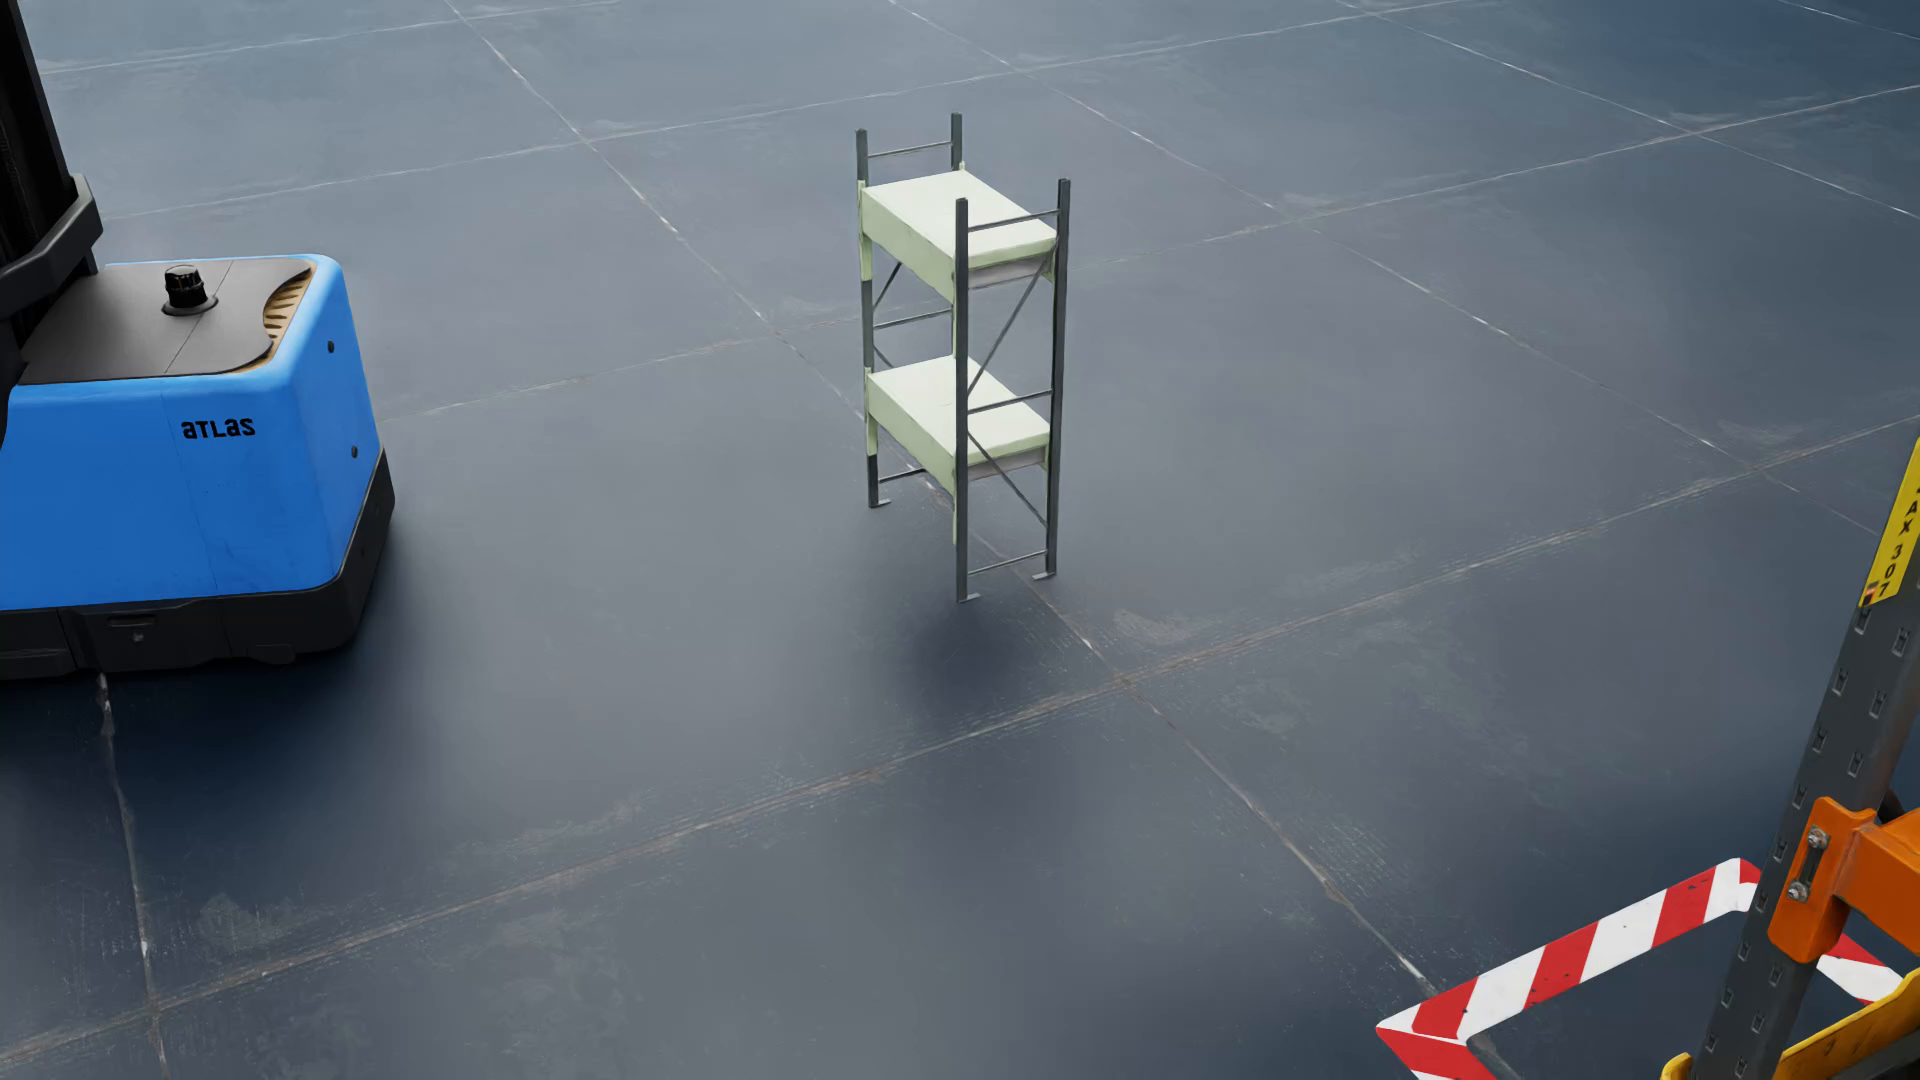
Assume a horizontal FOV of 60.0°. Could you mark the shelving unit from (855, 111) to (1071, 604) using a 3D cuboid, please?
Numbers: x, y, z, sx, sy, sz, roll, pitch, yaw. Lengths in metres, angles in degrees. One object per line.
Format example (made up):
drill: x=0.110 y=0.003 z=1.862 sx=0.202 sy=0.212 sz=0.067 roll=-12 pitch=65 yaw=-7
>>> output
shelving unit: x=-0.003 y=-0.635 z=5.850 sx=0.431 sy=1.500 sz=0.755 roll=-16 pitch=36 yaw=-23

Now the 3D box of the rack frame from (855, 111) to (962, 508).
rack frame: x=-0.174 y=-0.809 z=6.123 sx=0.400 sy=1.500 sz=0.023 roll=-16 pitch=36 yaw=-23

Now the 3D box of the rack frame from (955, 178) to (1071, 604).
rack frame: x=0.168 y=-0.460 z=5.578 sx=0.400 sy=1.500 sz=0.023 roll=-16 pitch=36 yaw=-23

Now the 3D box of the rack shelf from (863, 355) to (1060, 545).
rack shelf: x=-0.003 y=-0.360 z=6.026 sx=0.431 sy=0.370 sz=0.720 roll=-16 pitch=36 yaw=-23

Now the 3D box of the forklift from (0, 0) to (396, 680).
forklift: x=-3.601 y=-0.987 z=5.074 sx=3.031 sy=2.935 sz=1.130 roll=-4 pitch=33 yaw=-6

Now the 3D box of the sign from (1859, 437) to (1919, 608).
sign: x=1.553 y=-0.036 z=2.723 sx=0.100 sy=0.325 sz=0.005 roll=-16 pitch=36 yaw=-23

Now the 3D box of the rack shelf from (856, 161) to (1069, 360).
rack shelf: x=-0.003 y=-0.963 z=5.640 sx=0.431 sy=0.370 sz=0.720 roll=-16 pitch=36 yaw=-23

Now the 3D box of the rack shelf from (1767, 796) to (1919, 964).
rack shelf: x=2.966 y=1.449 z=1.874 sx=1.077 sy=0.370 sz=4.000 roll=-16 pitch=36 yaw=-23

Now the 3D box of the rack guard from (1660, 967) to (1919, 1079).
rack guard: x=2.069 y=1.281 z=3.787 sx=1.175 sy=0.500 sz=0.348 roll=-16 pitch=36 yaw=-23
